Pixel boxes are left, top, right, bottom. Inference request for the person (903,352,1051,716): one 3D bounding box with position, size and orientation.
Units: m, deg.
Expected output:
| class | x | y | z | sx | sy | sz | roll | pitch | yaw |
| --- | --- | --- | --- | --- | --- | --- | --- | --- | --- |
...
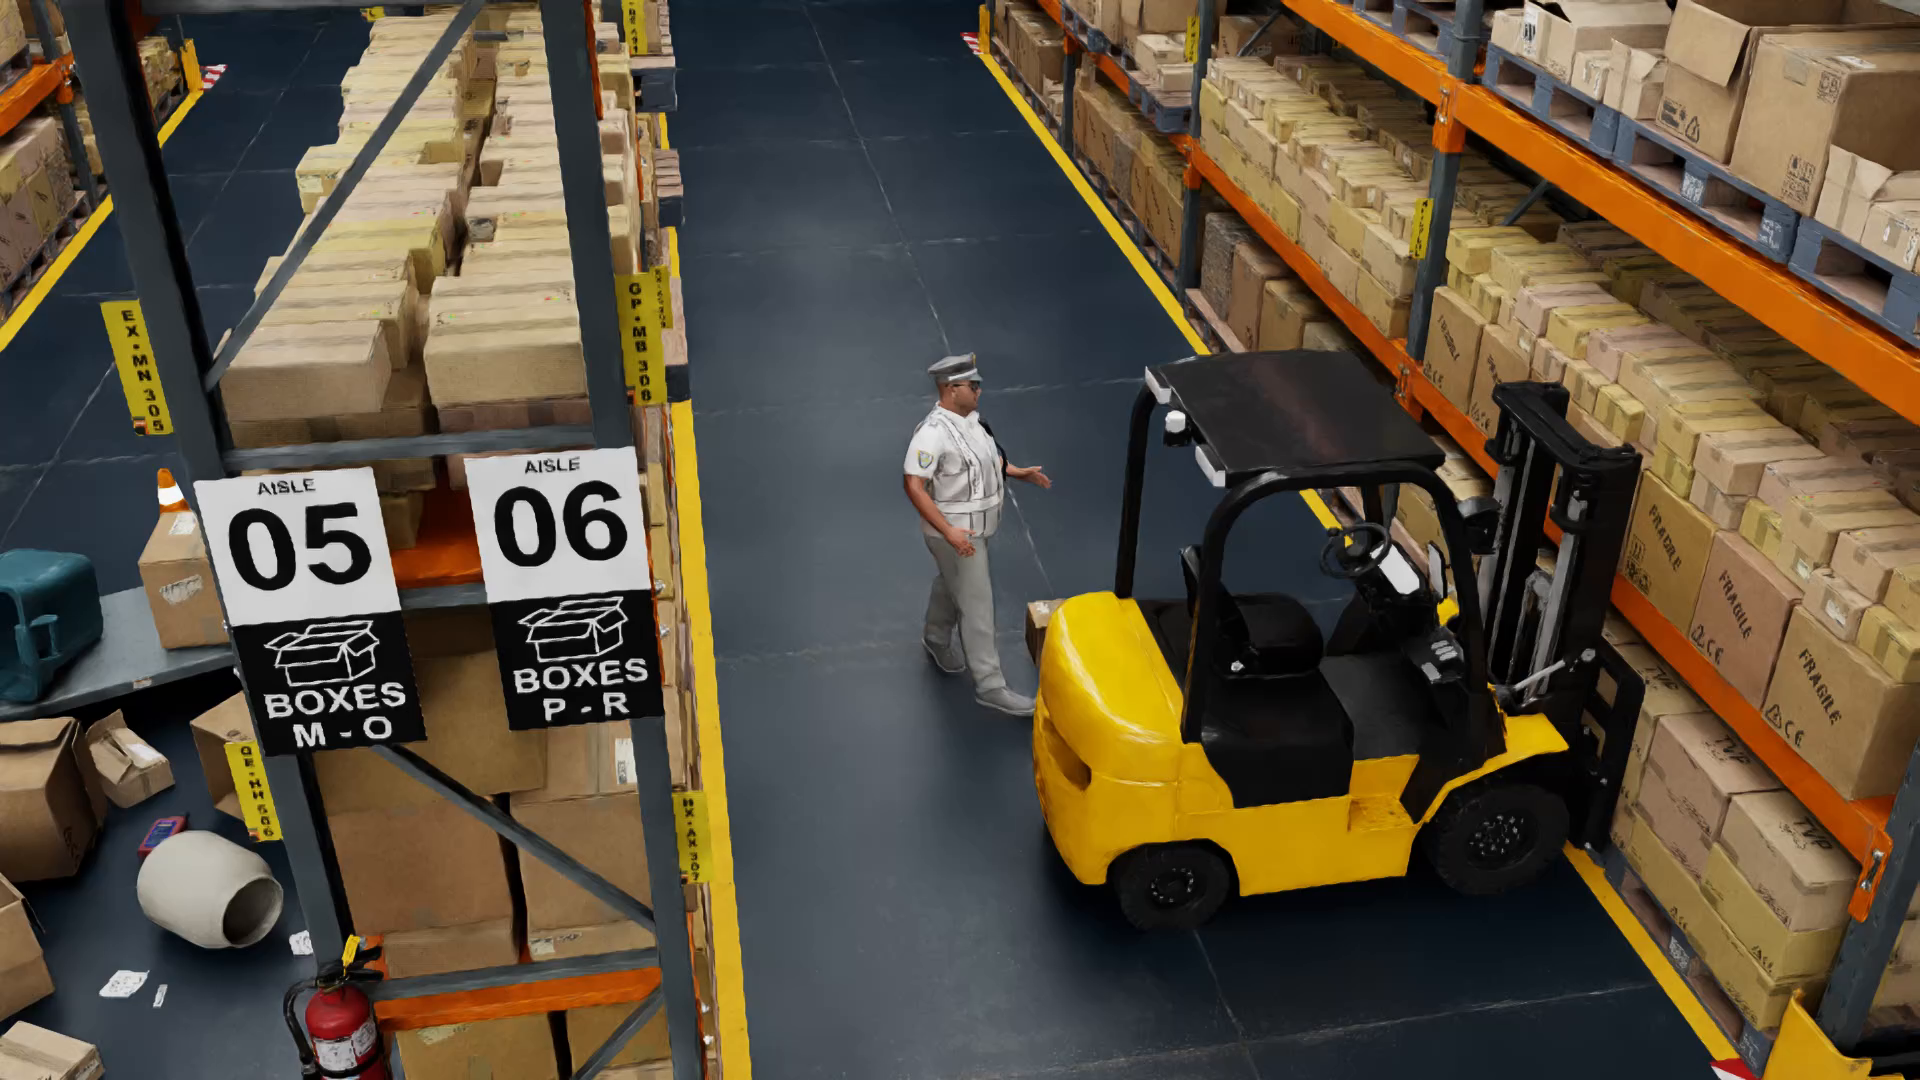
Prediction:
| class | x | y | z | sx | sy | sz | roll | pitch | yaw |
| --- | --- | --- | --- | --- | --- | --- | --- | --- | --- |
| person | 0.119 | -0.042 | 8.212 | 0.768 | 1.792 | 0.734 | 10 | 32 | 16 |
